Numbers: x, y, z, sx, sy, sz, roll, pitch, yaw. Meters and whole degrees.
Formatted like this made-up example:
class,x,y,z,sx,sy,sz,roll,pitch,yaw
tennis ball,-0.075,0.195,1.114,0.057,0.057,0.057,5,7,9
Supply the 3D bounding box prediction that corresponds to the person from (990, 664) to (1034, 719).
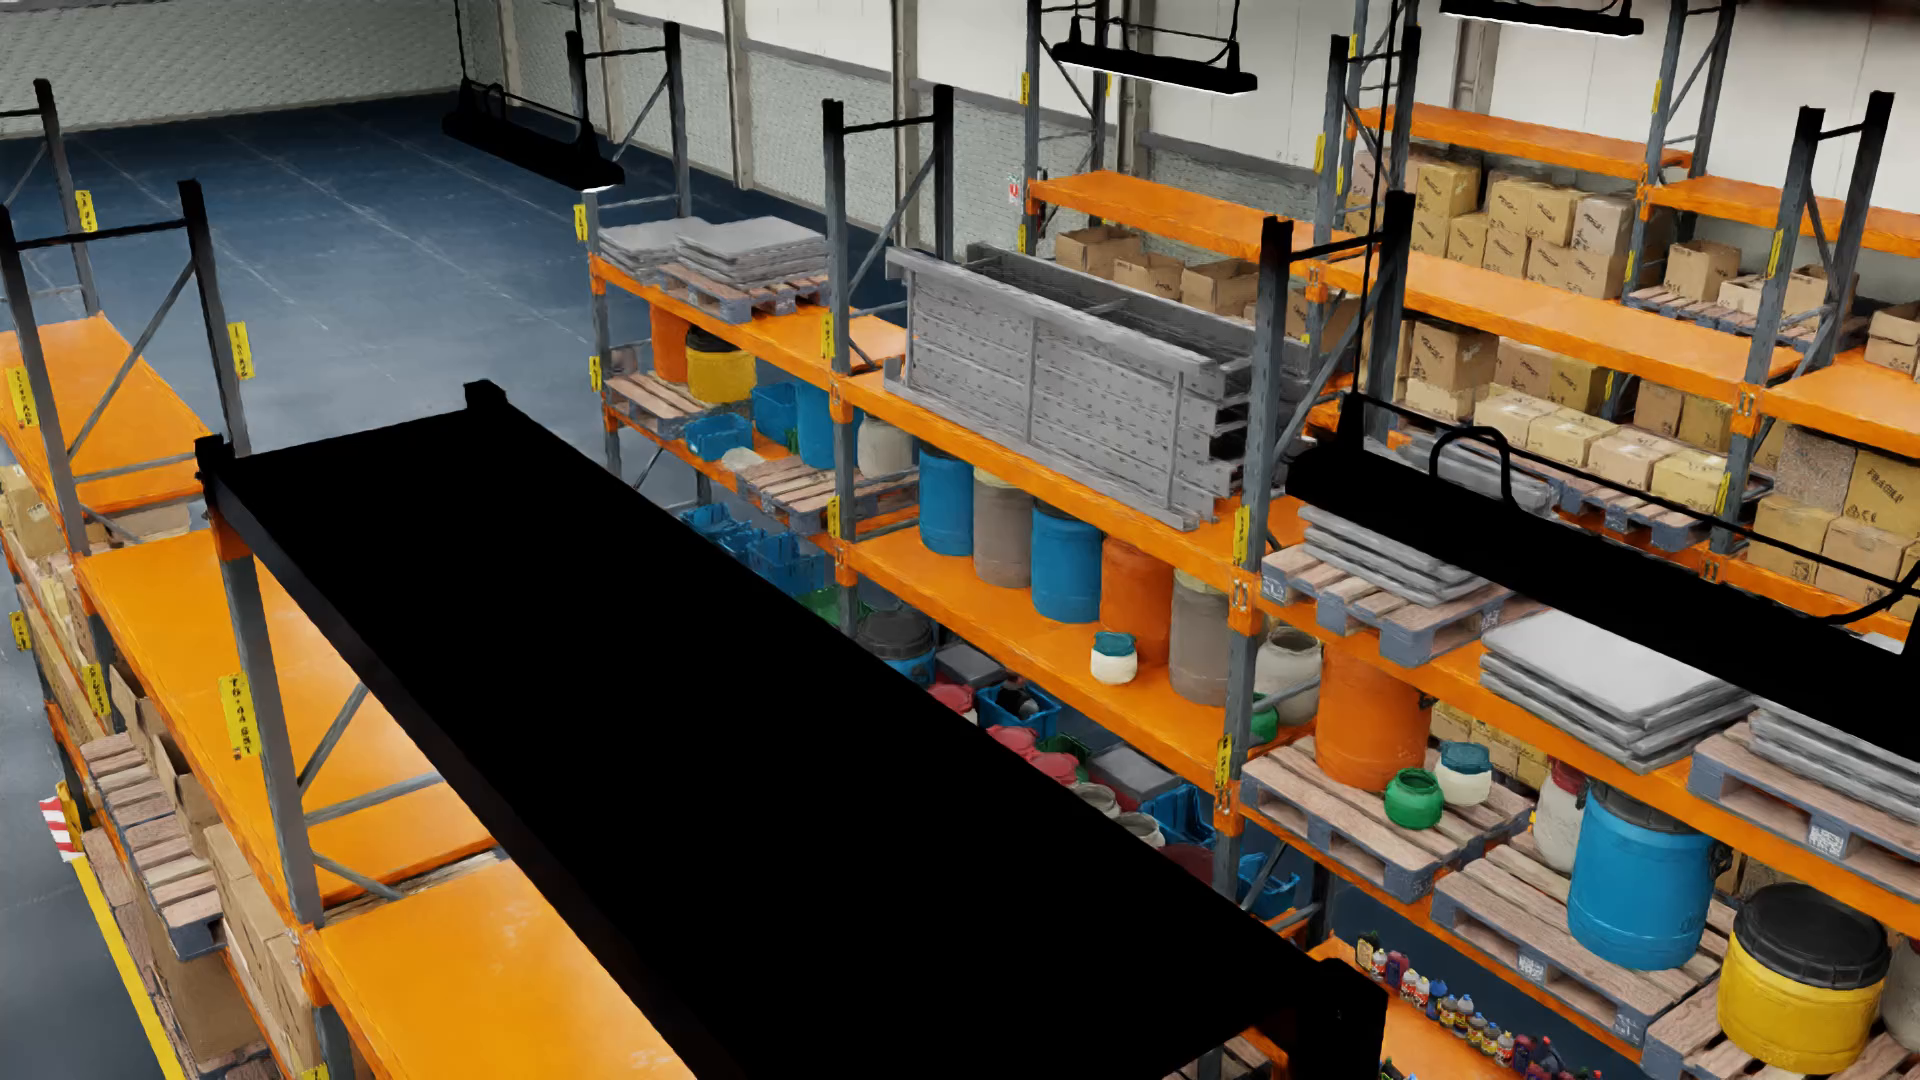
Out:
class,x,y,z,sx,sy,sz,roll,pitch,yaw
person,0.409,1.672,12.848,0.478,1.720,0.585,-23,33,-40
